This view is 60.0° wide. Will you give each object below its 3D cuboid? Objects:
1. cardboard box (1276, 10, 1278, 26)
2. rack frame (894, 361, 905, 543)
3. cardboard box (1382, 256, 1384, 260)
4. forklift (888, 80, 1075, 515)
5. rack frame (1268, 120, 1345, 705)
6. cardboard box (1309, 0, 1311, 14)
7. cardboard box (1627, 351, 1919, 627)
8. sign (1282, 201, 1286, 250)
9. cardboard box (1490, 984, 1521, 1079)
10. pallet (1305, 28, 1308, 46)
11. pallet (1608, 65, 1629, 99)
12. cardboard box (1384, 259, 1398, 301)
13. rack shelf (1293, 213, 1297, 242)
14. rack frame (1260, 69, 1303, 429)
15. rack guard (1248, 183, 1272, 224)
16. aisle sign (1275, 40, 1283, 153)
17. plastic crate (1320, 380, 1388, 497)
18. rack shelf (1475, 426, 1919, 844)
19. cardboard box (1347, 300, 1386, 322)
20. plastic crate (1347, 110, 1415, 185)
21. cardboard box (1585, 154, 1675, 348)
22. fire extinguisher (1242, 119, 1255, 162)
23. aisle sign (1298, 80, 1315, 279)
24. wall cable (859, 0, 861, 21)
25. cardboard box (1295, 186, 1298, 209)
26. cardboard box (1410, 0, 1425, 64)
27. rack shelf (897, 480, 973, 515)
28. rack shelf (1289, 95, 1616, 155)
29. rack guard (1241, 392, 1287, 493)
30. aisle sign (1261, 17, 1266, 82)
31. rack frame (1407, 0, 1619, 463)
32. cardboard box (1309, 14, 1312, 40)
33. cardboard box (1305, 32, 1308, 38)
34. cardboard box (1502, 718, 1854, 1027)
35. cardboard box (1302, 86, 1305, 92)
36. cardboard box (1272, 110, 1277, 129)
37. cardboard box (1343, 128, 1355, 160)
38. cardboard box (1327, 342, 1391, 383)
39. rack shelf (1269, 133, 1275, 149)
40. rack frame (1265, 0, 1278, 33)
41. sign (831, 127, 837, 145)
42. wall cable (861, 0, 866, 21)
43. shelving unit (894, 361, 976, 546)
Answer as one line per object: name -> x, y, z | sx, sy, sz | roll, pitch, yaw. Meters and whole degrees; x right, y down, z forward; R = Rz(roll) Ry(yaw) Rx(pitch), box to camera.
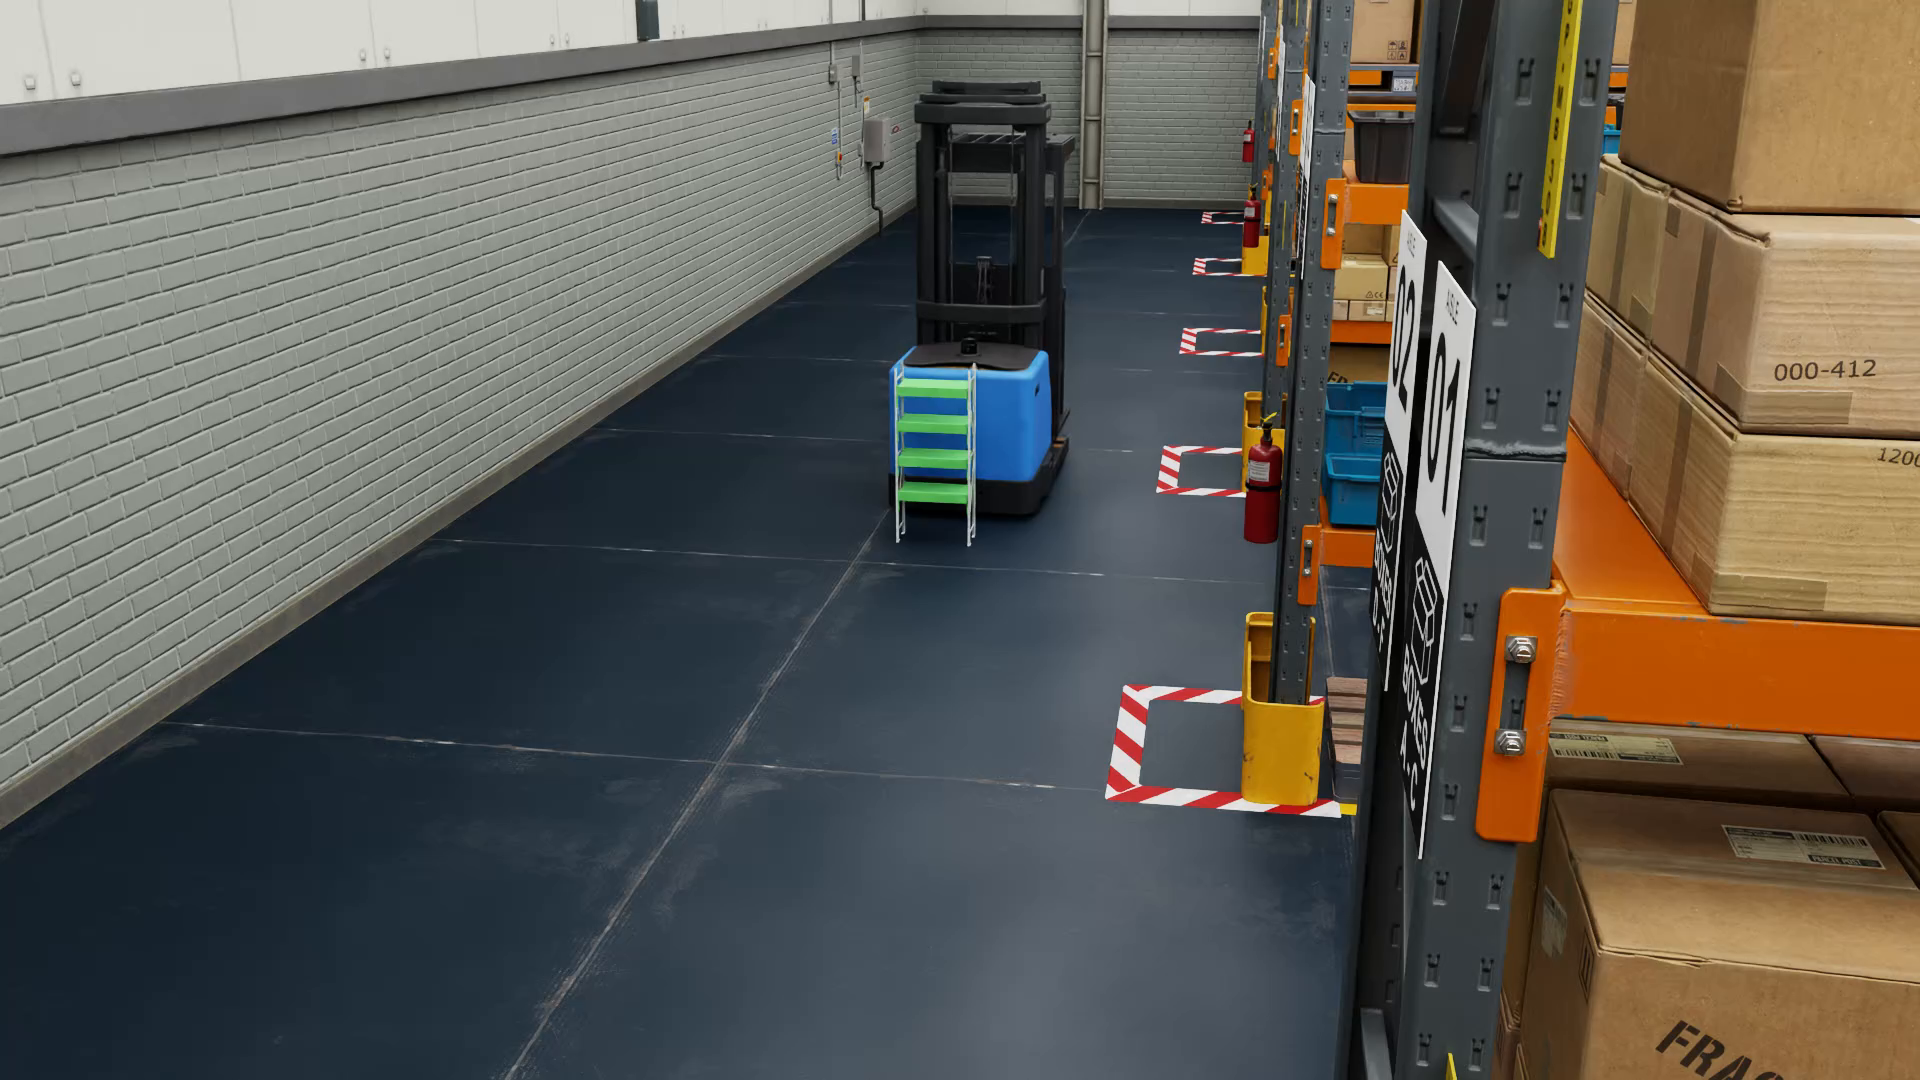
cardboard box -> 5.212, -8.156, 25.991 | 0.500, 0.250, 0.500 | 3, 19, 8
rack frame -> -0.404, -0.590, 11.174 | 0.015, 1.200, 0.240 | 3, 19, 9
cardboard box -> 3.396, -2.044, 12.451 | 0.500, 0.250, 0.500 | 3, 19, 8
forklift -> 0.264, -1.994, 12.644 | 1.130, 2.935, 3.031 | 3, 19, 10
rack frame -> 1.589, -0.389, 7.738 | 0.127, 3.000, 1.000 | 3, 19, 9
cardboard box -> 3.636, -5.342, 16.635 | 0.250, 0.149, 0.380 | 3, 19, 8
cardboard box -> 1.266, -0.083, 2.333 | 0.500, 0.250, 0.500 | 3, 19, 9
sign -> 2.280, -2.215, 11.707 | 0.005, 0.325, 0.100 | 3, 19, 9
cardboard box -> 1.285, 1.053, 3.272 | 0.500, 0.500, 0.500 | 3, 19, 10
pallet -> 4.680, -6.392, 21.091 | 1.213, 0.211, 1.003 | 3, 19, 9
pallet -> 4.317, -3.226, 11.631 | 1.213, 0.211, 1.003 | 3, 19, 9
cardboard box -> 3.320, -1.878, 11.955 | 0.500, 0.250, 0.500 | 3, 19, 8
rack shelf -> 5.236, -3.048, 16.818 | 4.000, 0.370, 1.077 | 3, 19, 9
rack frame -> 2.374, -1.941, 12.376 | 0.127, 3.000, 1.000 | 3, 19, 9
rack guard -> 4.805, -5.411, 26.688 | 0.348, 0.500, 1.175 | 3, 19, 9
aisle sign -> 2.351, -3.271, 12.255 | 0.004, 0.787, 0.394 | 3, 19, 9
plastic crate -> 1.949, -0.476, 7.847 | 0.499, 0.435, 0.616 | 3, 19, 9
rack shelf -> 2.774, 0.182, 2.438 | 4.000, 0.370, 1.077 | 3, 19, 9
cardboard box -> 2.926, -1.688, 12.016 | 0.250, 0.149, 0.380 | 3, 19, 8
plastic crate -> 1.925, -1.643, 6.964 | 0.590, 0.269, 0.497 | 3, 19, 9
cardboard box -> 1.347, -0.480, 2.731 | 0.500, 0.250, 0.500 | 3, 19, 9
fire extinguisher -> 4.511, -6.250, 25.963 | 0.183, 0.674, 0.296 | 3, 19, 9
aisle sign -> 1.471, -1.532, 7.058 | 0.004, 0.787, 0.394 | 3, 19, 9
wall cable -> -1.593, -8.324, 21.998 | 0.029, 3.000, 2.355 | 3, 19, 9
cardboard box -> 5.319, -5.555, 26.451 | 0.637, 0.503, 0.797 | 2, 19, 6
cardboard box -> 3.433, -3.582, 11.576 | 0.500, 0.500, 0.700 | 2, 19, 7
rack shelf -> -0.163, -0.289, 11.234 | 0.480, 0.148, 0.258 | 3, 19, 9
rack shelf -> 4.349, -2.921, 11.713 | 4.000, 0.370, 1.077 | 3, 19, 9
rack guard -> 2.351, -0.756, 12.776 | 0.348, 0.500, 1.175 | 3, 19, 9
aisle sign -> 3.829, -6.191, 20.981 | 0.004, 0.787, 0.394 | 3, 19, 9
rack frame -> 0.799, -1.682, 2.149 | 0.127, 3.000, 1.000 | 3, 19, 9
cardboard box -> 3.663, -4.974, 16.162 | 0.500, 0.250, 0.500 | 3, 19, 10
cardboard box -> 5.271, -7.810, 25.586 | 0.250, 0.149, 0.380 | 3, 19, 10
cardboard box -> 1.282, 0.577, 3.117 | 0.500, 0.500, 0.500 | 3, 19, 8
cardboard box -> 4.253, -5.770, 21.065 | 0.250, 0.149, 0.380 | 3, 19, 10
cardboard box -> 5.135, -6.563, 25.959 | 0.500, 0.250, 0.500 | 3, 19, 9
cardboard box -> 3.662, -4.046, 16.467 | 0.500, 0.500, 0.500 | 3, 19, 8
cardboard box -> 3.019, -1.125, 12.625 | 0.875, 0.875, 0.875 | 3, 19, 9
rack shelf -> 6.705, -6.159, 26.116 | 4.000, 0.370, 1.077 | 3, 19, 9
rack frame -> 3.946, -7.890, 20.703 | 0.127, 3.000, 1.000 | 3, 19, 9
sign -> -1.693, -5.438, 22.402 | 0.001, 0.218, 0.327 | 3, 19, 9
wall cable -> -1.114, -9.212, 24.595 | 0.133, 3.039, 2.988 | 3, 19, 9
shelving unit -> -0.163, -0.577, 11.138 | 0.503, 1.200, 0.258 | 3, 19, 9
